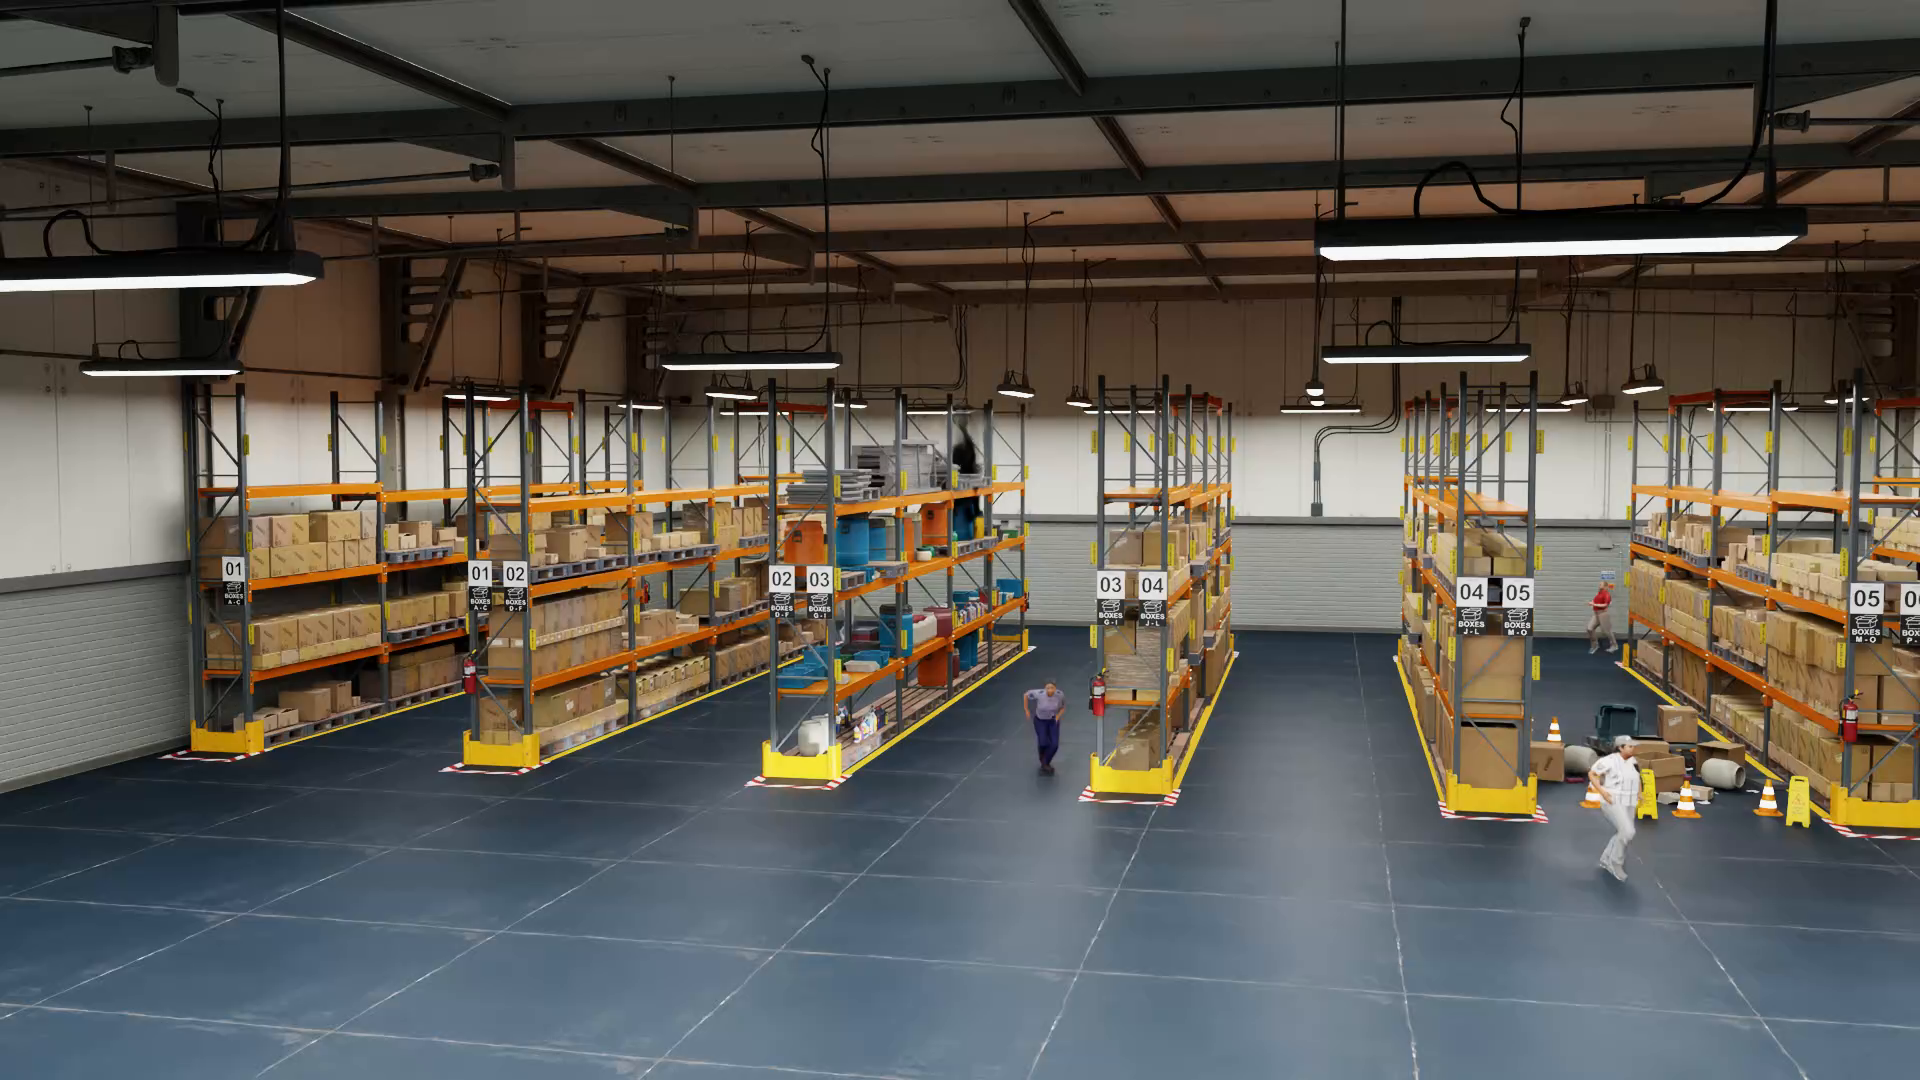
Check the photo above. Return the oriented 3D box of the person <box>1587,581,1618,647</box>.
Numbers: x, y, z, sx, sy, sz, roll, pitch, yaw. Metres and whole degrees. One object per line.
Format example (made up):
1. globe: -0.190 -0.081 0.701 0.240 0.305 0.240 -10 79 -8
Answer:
1. person: 15.368 1.772 39.839 0.748 1.594 0.632 0 3 -7

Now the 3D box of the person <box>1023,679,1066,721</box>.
1. person: 1.306 2.435 25.234 0.633 0.661 0.558 0 3 -7

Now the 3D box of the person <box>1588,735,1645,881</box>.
1. person: 7.660 3.086 19.253 0.619 1.665 0.639 -2 4 -25

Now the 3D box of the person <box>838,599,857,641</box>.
1. person: -2.880 1.815 42.339 0.471 1.532 0.629 2 4 27
